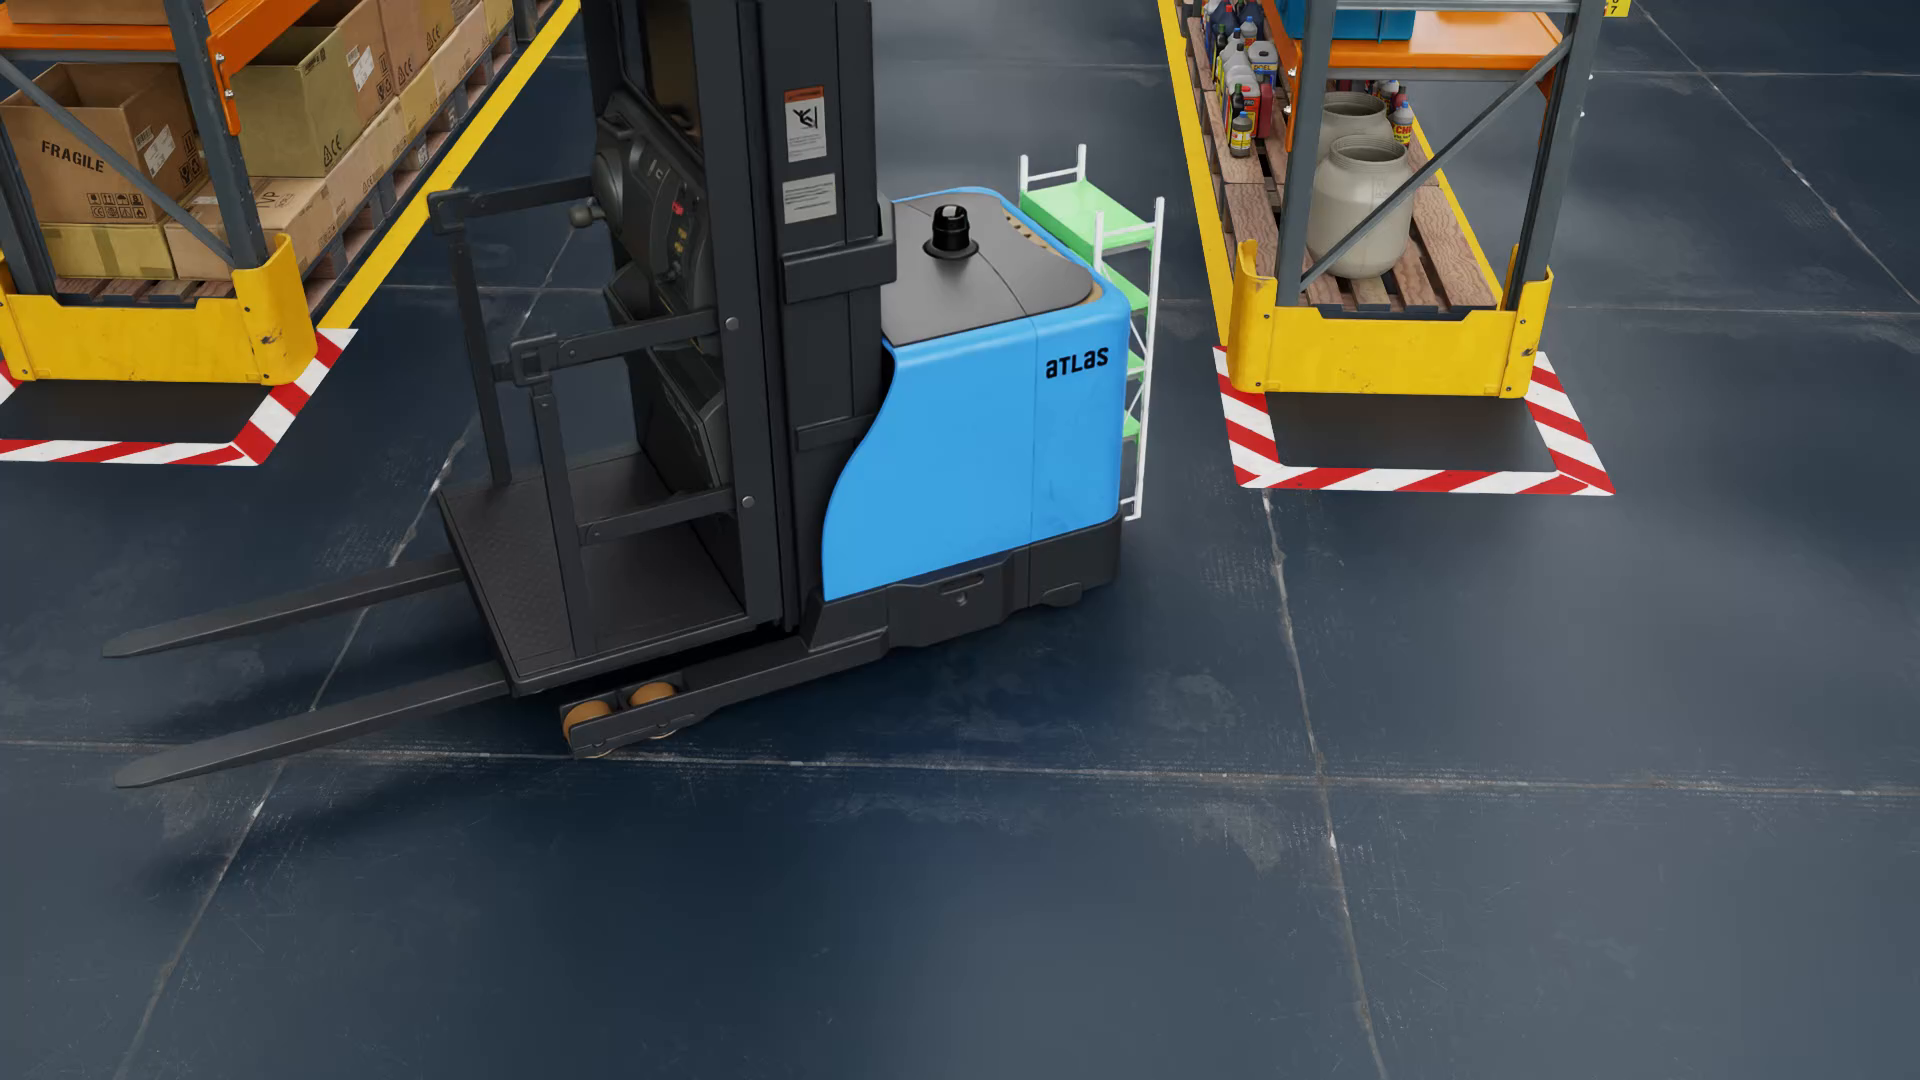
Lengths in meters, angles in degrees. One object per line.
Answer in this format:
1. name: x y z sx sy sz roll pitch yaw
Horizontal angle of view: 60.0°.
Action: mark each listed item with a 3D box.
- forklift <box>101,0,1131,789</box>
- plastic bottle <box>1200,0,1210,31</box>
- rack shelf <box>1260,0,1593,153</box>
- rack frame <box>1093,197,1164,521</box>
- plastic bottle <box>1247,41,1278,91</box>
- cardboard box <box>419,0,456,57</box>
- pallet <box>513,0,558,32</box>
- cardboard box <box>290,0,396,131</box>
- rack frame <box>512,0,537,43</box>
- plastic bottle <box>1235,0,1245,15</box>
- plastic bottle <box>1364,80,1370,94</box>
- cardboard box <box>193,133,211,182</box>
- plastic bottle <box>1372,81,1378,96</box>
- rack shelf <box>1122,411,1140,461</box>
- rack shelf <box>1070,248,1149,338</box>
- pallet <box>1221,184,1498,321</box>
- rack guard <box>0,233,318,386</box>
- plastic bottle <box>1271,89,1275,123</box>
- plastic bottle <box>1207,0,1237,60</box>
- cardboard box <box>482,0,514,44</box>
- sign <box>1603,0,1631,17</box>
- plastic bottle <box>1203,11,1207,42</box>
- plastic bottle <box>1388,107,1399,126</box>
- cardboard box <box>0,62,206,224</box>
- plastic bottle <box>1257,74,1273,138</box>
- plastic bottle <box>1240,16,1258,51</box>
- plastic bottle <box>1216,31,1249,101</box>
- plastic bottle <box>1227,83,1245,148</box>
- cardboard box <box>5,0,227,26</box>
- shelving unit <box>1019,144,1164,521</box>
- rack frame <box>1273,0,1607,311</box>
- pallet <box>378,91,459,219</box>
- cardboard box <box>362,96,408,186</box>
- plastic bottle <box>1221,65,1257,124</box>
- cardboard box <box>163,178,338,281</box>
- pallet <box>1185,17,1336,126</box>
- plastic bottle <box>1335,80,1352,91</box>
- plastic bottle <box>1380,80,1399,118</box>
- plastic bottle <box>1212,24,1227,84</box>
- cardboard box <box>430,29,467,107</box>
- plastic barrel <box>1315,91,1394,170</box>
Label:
1. forklift: -1.032 -0.911 4.497 3.031 2.935 1.130 -16 38 -21
2. plastic bottle: 1.424 -3.041 9.458 0.097 0.271 0.097 0 35 0
3. rack shelf: 1.794 -2.706 7.618 1.077 0.370 4.000 1 35 2
4. rack frame: 0.526 -0.544 5.481 0.240 1.200 0.015 -16 38 -21
5. plastic bottle: 1.552 -2.420 8.570 0.152 0.276 0.135 1 35 2
6. cardboard box: -2.923 -2.774 8.463 0.500 0.500 0.500 1 35 2
7. pallet: -3.084 -3.550 10.617 1.003 0.211 1.213 1 35 2
8. cardboard box: -2.966 -2.200 7.645 0.500 0.500 0.500 1 35 2
9. rack frame: -3.075 -4.266 9.212 1.000 3.000 0.127 1 35 2
10. plastic bottle: 1.545 -2.857 9.186 0.061 0.283 0.133 1 35 2
11. plastic bottle: 2.128 -2.351 8.537 0.097 0.201 0.097 0 35 0
12. cardboard box: -3.501 -1.618 7.469 0.500 0.250 0.500 1 35 2
13. plastic bottle: 2.120 -2.233 8.369 0.097 0.201 0.097 0 35 0
14. rack shelf: 0.417 -0.421 5.835 0.258 0.148 0.480 -16 38 -21
15. rack shelf: 0.417 -0.814 5.559 0.258 0.148 0.480 -16 38 -21
16. pallet: 1.708 -1.222 7.305 1.003 0.211 1.213 1 35 2
17. rack guard: -3.236 -0.932 6.641 1.175 0.500 0.348 1 35 2
18. plastic bottle: 1.518 -2.184 8.300 0.097 0.201 0.097 0 35 0
19. plastic bottle: 1.427 -2.792 9.035 0.144 0.351 0.185 2 35 3
20. cardboard box: -2.875 -3.042 9.495 0.500 0.250 0.500 1 35 2
21. sign: 2.263 -1.950 5.675 0.100 0.325 0.005 1 35 2
22. plastic bottle: 1.416 -2.895 9.312 0.097 0.201 0.097 0 35 0
23. plastic bottle: 2.102 -1.981 8.011 0.097 0.201 0.097 0 35 0
24. cardboard box: -3.511 -1.637 6.844 0.500 0.500 0.500 1 35 2
25. plastic bottle: 1.494 -2.128 8.148 0.061 0.283 0.133 1 35 2
26. plastic bottle: 1.542 -2.673 8.935 0.097 0.271 0.097 0 35 0
27. plastic bottle: 1.403 -2.439 8.533 0.144 0.351 0.185 1 35 2
28. plastic bottle: 1.336 -2.053 8.042 0.061 0.283 0.133 2 35 3
29. cardboard box: -3.204 -2.277 6.294 0.700 0.500 0.500 1 35 2
30. shelving unit: 0.417 -0.670 5.660 0.258 1.200 0.503 -16 38 -21
31. rack frame: 1.714 -1.852 5.776 1.000 3.000 0.127 1 35 2
32. pallet: -3.195 -1.967 8.365 1.003 0.211 1.213 1 35 2
33. cardboard box: -2.955 -1.893 7.860 0.500 0.250 0.500 1 35 2
34. plastic bottle: 1.393 -2.206 8.267 0.152 0.276 0.135 0 35 1
35. cardboard box: -2.992 -1.318 7.043 0.500 0.250 0.500 1 35 2
36. pallet: 1.806 -2.624 9.300 1.003 0.211 1.213 1 35 2
37. plastic bottle: 1.999 -2.455 8.614 0.061 0.283 0.133 1 35 2
38. plastic bottle: 2.112 -2.147 8.186 0.097 0.271 0.097 0 35 0
39. plastic bottle: 1.372 -2.562 8.766 0.061 0.283 0.133 3 35 4
40. cardboard box: -2.910 -2.467 8.678 0.500 0.250 0.500 1 35 2
41. plastic barrel: 1.684 -1.673 7.321 0.421 0.512 0.421 0 35 0
